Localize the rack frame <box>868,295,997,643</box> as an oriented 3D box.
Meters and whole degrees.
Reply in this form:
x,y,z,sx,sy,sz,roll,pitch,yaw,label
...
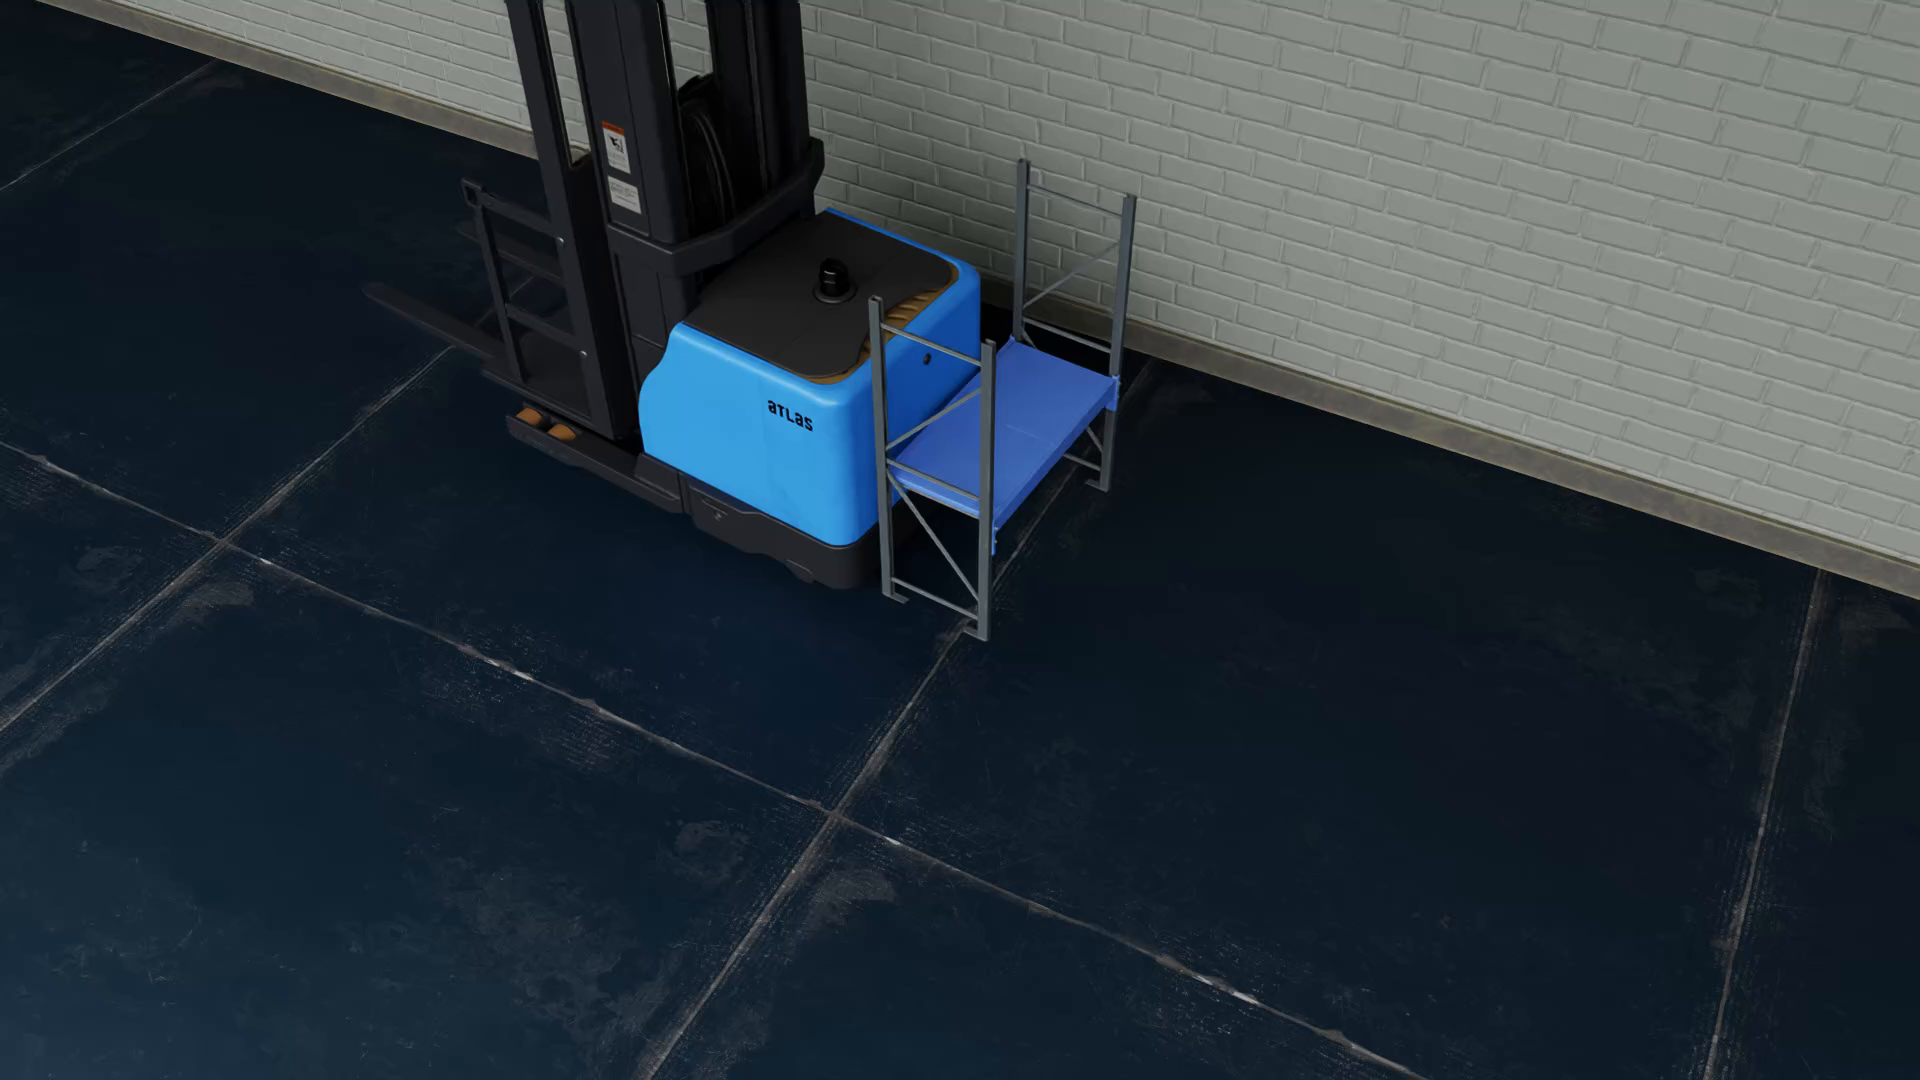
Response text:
x,y,z,sx,sy,sz,roll,pitch,yaw,label
-0.098,-0.221,6.194,0.500,1.500,0.032,24,50,22,rack frame

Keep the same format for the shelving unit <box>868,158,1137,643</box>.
x,y,z,sx,sy,sz,roll,pitch,yaw,label
0.170,-0.529,6.498,0.538,1.500,1.048,24,50,22,shelving unit

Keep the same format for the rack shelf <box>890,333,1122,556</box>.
x,y,z,sx,sy,sz,roll,pitch,yaw,label
0.170,-0.402,6.626,0.538,0.185,1.000,24,50,22,rack shelf

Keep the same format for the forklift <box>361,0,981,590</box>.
x,y,z,sx,sy,sz,roll,pitch,yaw,label
-1.408,-1.661,6.611,3.031,2.935,1.130,26,51,23,forklift

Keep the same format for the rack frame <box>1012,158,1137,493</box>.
x,y,z,sx,sy,sz,roll,pitch,yaw,label
0.438,-0.836,6.801,0.500,1.500,0.032,24,50,22,rack frame
